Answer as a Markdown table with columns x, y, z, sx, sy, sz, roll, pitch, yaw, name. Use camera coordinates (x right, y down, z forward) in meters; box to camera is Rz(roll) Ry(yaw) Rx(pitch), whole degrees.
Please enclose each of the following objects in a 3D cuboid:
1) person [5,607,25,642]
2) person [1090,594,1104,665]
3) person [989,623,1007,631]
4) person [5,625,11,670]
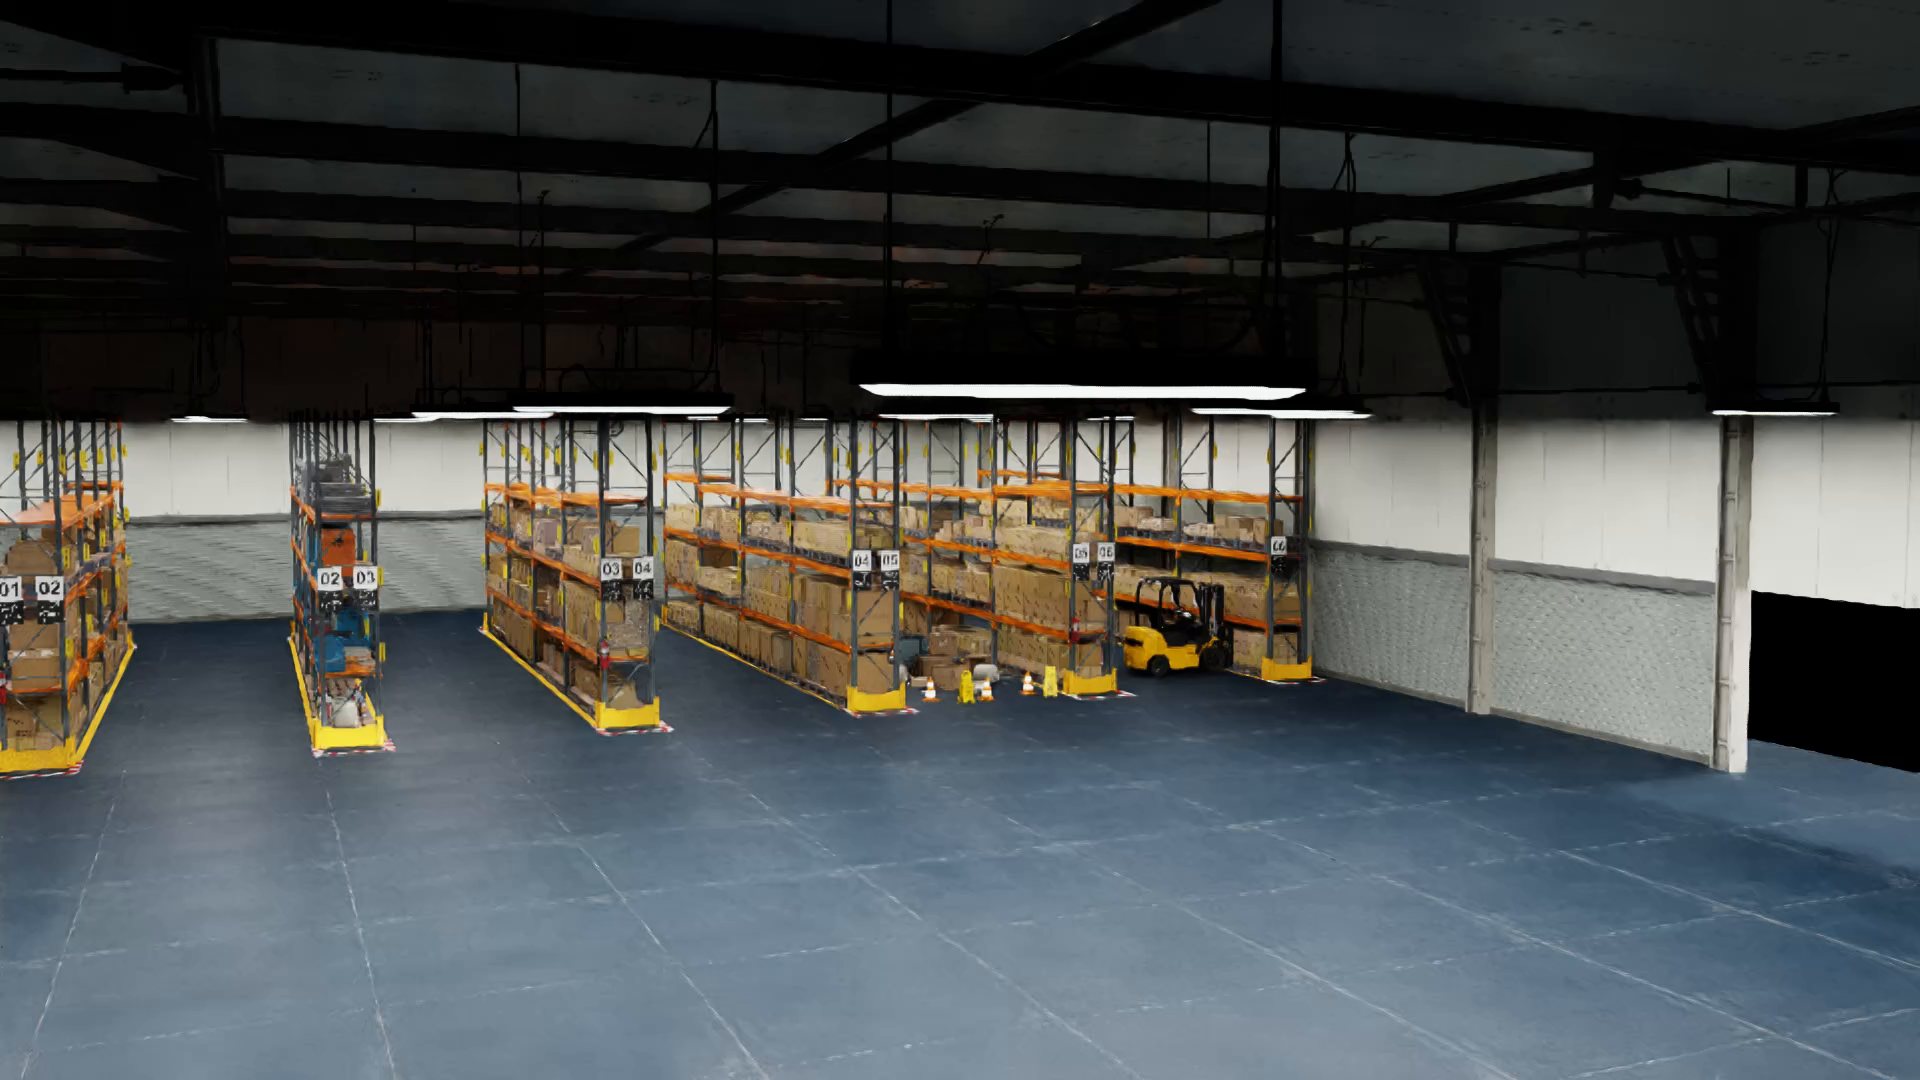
| x | y | z | sx | sy | sz | roll | pitch | yaw | name |
| --- | --- | --- | --- | --- | --- | --- | --- | --- | --- |
| -24.540 | 1.856 | 43.299 | 0.482 | 1.656 | 0.656 | 0 | 4 | 3 | person |
| 3.150 | 2.121 | 39.414 | 0.569 | 1.650 | 0.560 | 1 | 4 | 8 | person |
| 1.078 | 1.765 | 44.909 | 0.495 | 1.589 | 1.086 | -2 | 4 | -21 | person |
| -21.875 | 2.176 | 38.528 | 0.538 | 1.680 | 0.408 | 3 | 5 | 35 | person |
